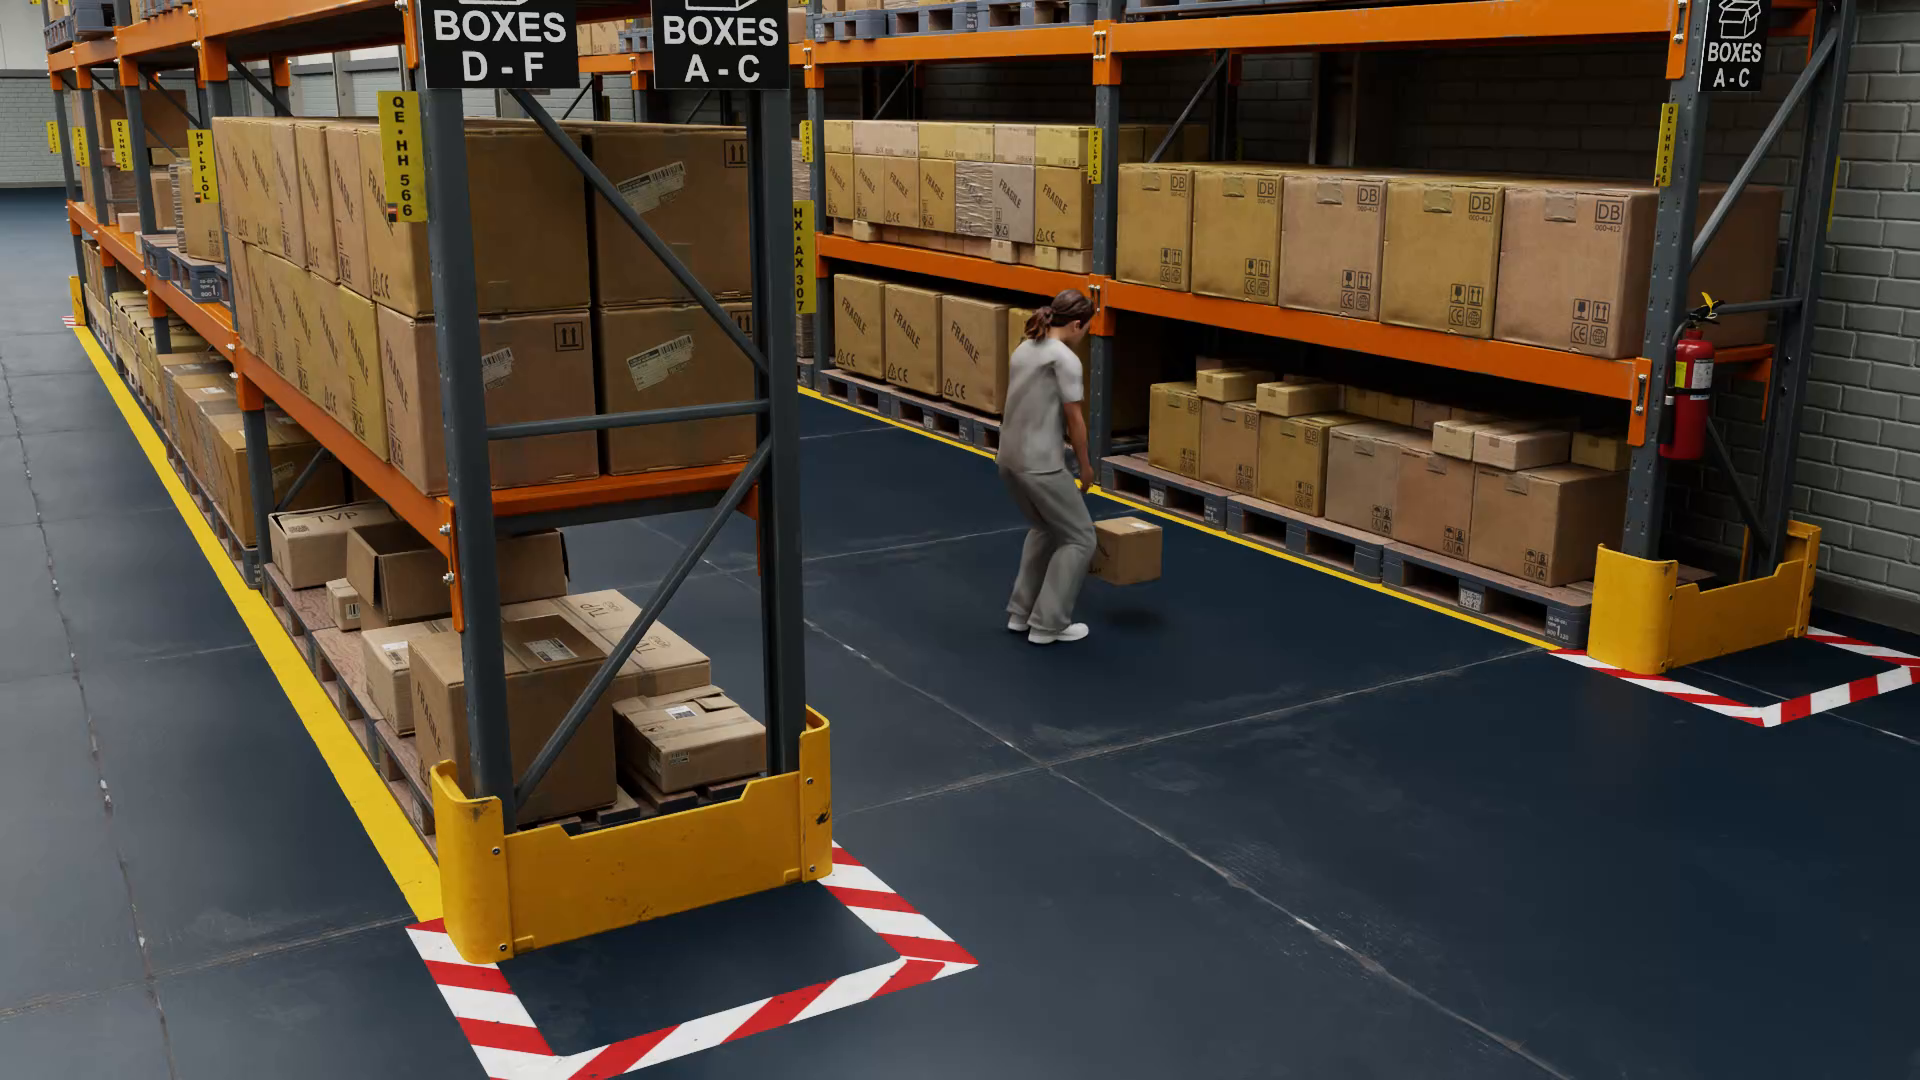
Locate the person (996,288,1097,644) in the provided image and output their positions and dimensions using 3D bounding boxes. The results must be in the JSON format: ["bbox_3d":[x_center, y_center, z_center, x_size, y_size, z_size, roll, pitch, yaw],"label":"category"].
[{"bbox_3d":[0.390,-0.336,7.494,0.467,1.573,0.475,-8,17,-29],"label":"person"}]
